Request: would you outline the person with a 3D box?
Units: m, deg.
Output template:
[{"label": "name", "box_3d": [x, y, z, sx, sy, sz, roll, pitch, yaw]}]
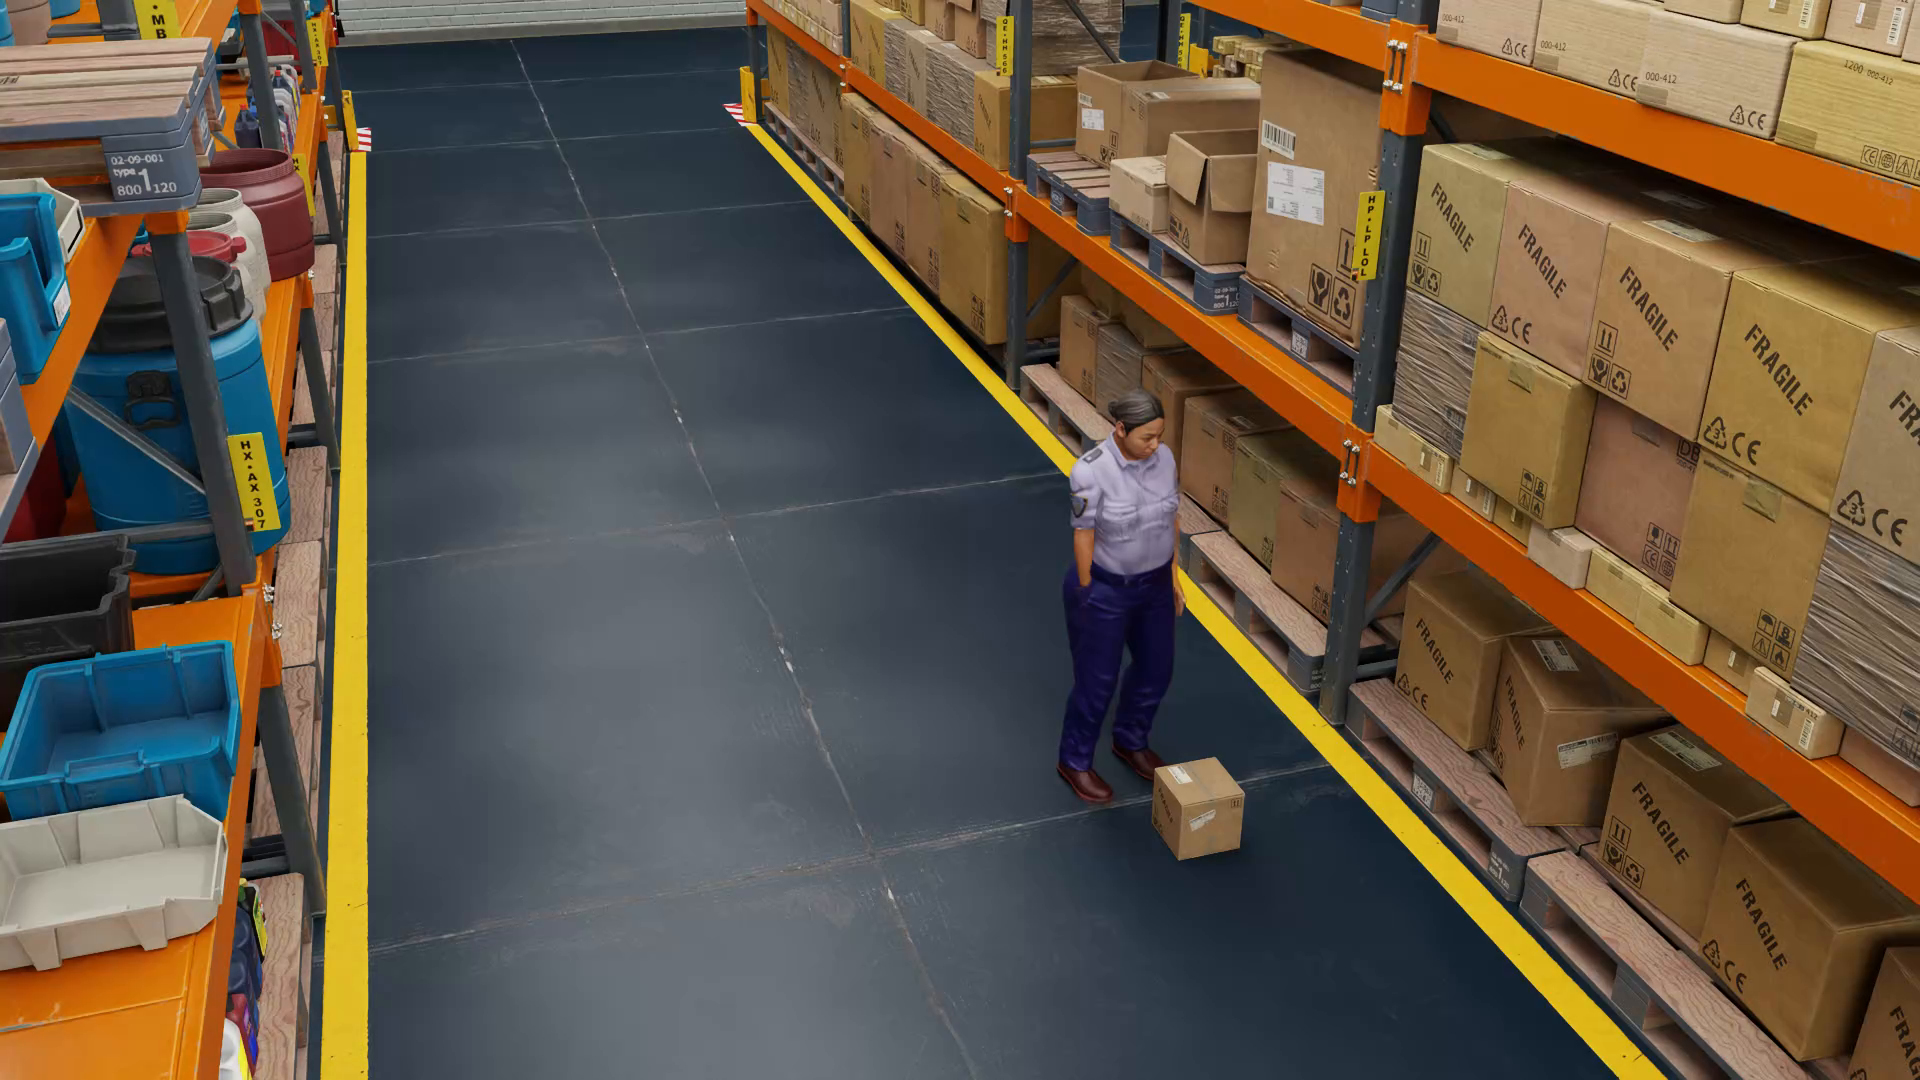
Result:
[{"label": "person", "box_3d": [0.623, 0.192, 6.268, 0.476, 1.640, 0.338, -16, 31, -29]}]
